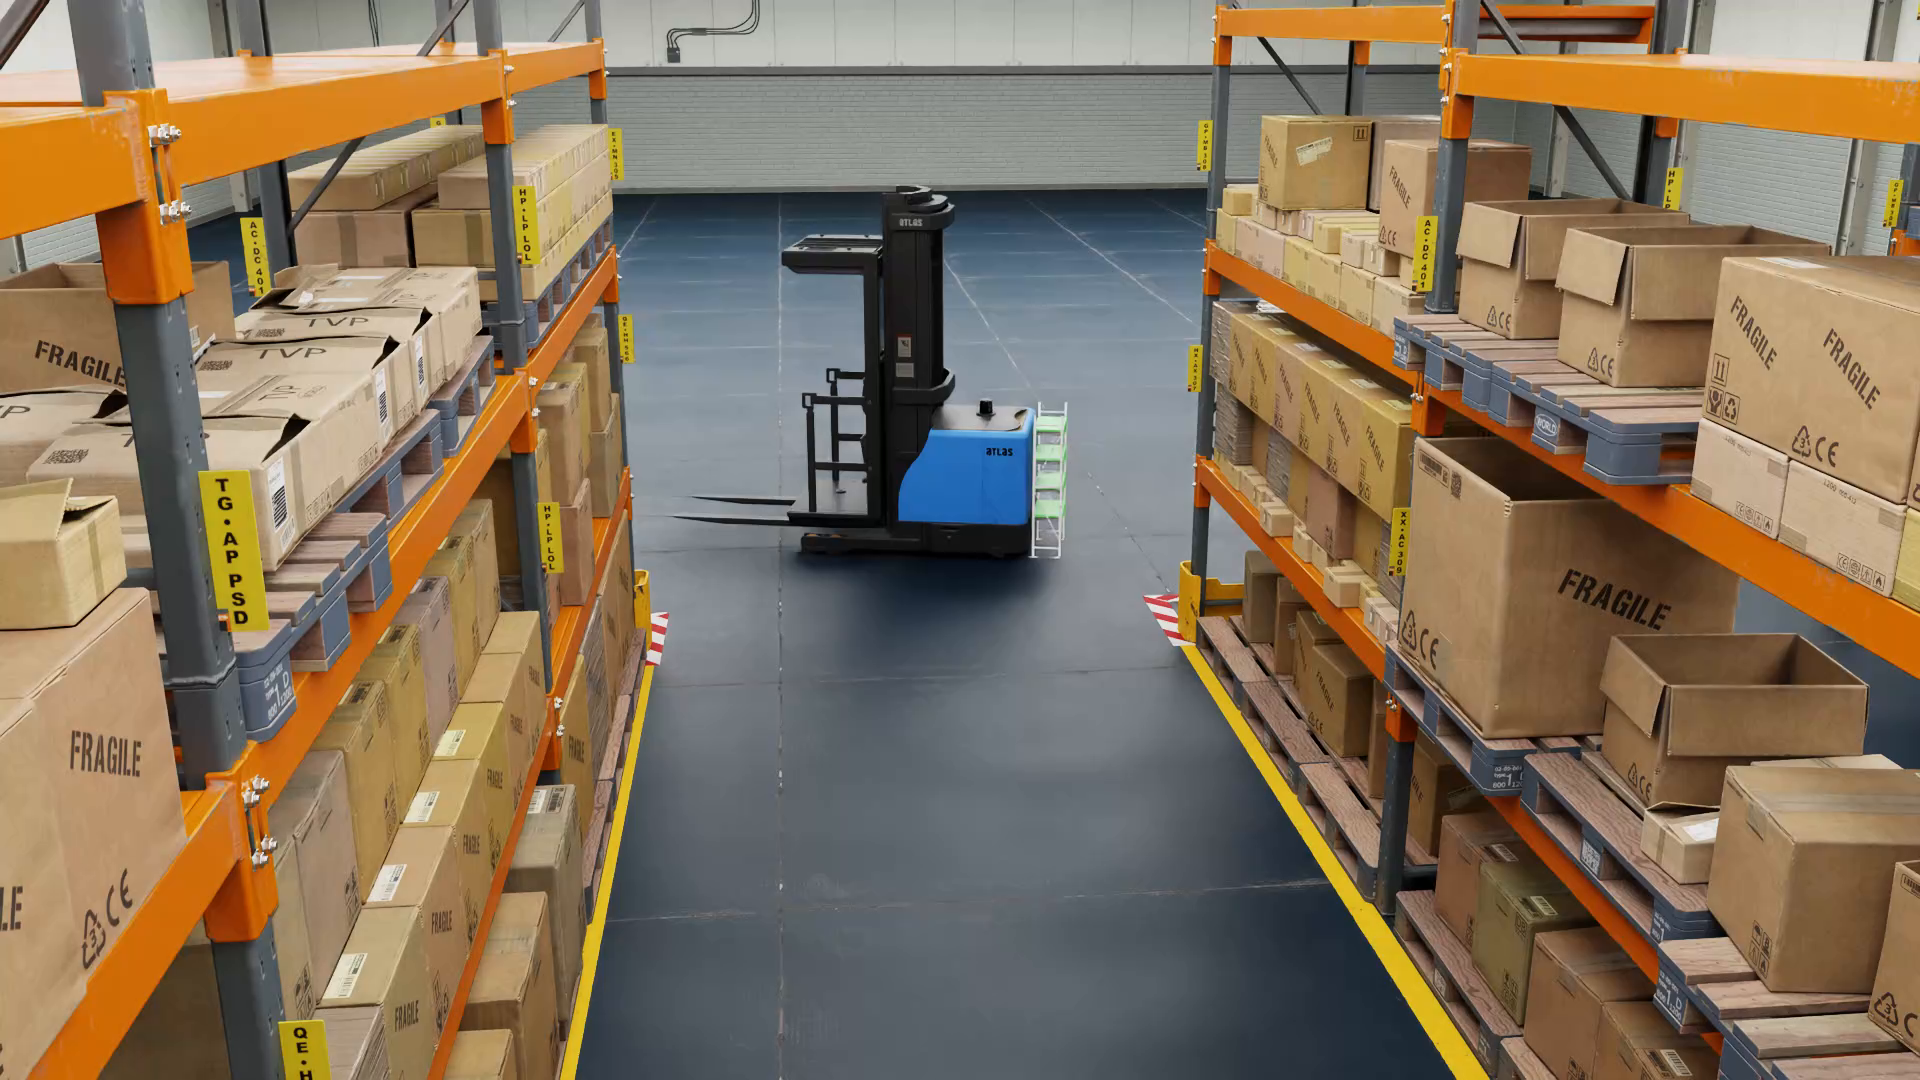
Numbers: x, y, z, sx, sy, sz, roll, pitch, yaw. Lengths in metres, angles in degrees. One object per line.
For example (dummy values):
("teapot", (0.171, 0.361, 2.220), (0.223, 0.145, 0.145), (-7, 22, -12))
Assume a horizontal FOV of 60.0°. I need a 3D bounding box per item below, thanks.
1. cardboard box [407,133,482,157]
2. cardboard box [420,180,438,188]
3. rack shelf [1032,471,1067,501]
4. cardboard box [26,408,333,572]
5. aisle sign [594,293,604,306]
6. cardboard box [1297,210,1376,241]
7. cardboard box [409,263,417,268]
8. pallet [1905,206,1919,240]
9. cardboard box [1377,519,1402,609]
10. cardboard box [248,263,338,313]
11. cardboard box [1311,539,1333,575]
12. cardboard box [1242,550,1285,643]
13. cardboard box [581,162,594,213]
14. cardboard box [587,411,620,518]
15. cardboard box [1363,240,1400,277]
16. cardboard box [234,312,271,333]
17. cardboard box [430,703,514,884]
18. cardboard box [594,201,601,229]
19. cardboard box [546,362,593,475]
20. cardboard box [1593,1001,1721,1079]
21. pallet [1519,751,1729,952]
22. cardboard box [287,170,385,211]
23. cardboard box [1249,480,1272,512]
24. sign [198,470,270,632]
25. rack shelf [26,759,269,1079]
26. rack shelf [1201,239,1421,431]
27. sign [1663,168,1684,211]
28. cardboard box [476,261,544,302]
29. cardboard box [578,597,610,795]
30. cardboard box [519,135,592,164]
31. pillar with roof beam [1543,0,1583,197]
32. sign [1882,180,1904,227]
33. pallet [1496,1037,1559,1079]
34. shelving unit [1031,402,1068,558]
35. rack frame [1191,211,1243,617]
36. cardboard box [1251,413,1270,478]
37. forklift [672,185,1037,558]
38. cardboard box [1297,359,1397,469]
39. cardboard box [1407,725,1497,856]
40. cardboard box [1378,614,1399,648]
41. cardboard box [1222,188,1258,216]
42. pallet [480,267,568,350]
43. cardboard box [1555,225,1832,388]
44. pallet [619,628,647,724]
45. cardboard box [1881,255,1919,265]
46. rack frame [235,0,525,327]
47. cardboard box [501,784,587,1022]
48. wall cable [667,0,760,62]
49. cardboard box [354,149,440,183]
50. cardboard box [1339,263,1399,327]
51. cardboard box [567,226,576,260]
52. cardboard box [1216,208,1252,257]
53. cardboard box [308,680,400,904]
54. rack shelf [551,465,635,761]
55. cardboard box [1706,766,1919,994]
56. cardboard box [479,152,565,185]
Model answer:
("cardboard box", (-2.980, -2.270, 9.613), (0.380, 0.149, 0.250), (-2, 17, -5))
("cardboard box", (-2.770, -1.662, 8.342), (0.500, 0.250, 0.500), (-2, 18, -6))
("rack shelf", (0.742, -0.438, 13.784), (0.258, 0.148, 0.480), (2, 18, 7))
("cardboard box", (-1.806, -0.142, 3.893), (0.500, 0.311, 0.500), (-2, 18, -6))
("aisle sign", (-2.484, -1.937, 10.998), (0.394, 0.787, 0.004), (-2, 18, -6))
("cardboard box", (2.140, -1.788, 9.442), (0.380, 0.149, 0.250), (-2, 18, -6))
("cardboard box", (-2.772, -1.284, 7.804), (0.380, 0.149, 0.250), (-2, 17, -5))
("pallet", (7.084, -2.034, 10.954), (1.003, 0.211, 1.213), (-2, 18, -6))
("cardboard box", (2.597, 0.077, 8.260), (0.875, 0.500, 0.500), (-2, 18, -6))
("cardboard box", (-2.548, -0.902, 6.390), (0.258, 0.266, 0.396), (-2, 18, -7))
("cardboard box", (2.187, 0.094, 9.291), (0.380, 0.149, 0.250), (-2, 18, -6))
("cardboard box", (2.217, 0.390, 11.400), (0.500, 0.500, 0.500), (1, 17, 5))
("cardboard box", (-2.345, -1.980, 9.353), (0.500, 0.250, 0.500), (-2, 18, -6))
("cardboard box", (-2.613, -0.465, 10.401), (0.875, 0.550, 0.550), (-2, 18, -6))
("cardboard box", (2.212, -1.390, 8.172), (0.380, 0.149, 0.250), (-3, 18, -8))
("cardboard box", (-2.502, -0.717, 5.996), (0.250, 0.149, 0.380), (-2, 18, -6))
("cardboard box", (-1.938, 0.926, 6.052), (0.500, 0.500, 0.500), (-2, 17, -5))
("cardboard box", (-2.326, -1.910, 9.796), (0.380, 0.149, 0.250), (-2, 18, -5))
("cardboard box", (-2.520, -0.655, 9.203), (0.875, 0.550, 0.500), (-2, 18, -6))
("cardboard box", (2.770, 2.045, 6.096), (0.700, 0.500, 0.500), (0, 17, -1))
("pallet", (2.749, 1.097, 5.994), (1.003, 0.211, 1.213), (-2, 18, -6))
("cardboard box", (-2.717, -1.513, 7.201), (0.380, 0.149, 0.250), (-2, 18, -6))
("cardboard box", (2.044, -0.278, 10.475), (0.380, 0.149, 0.250), (-2, 18, -6))
("sign", (-1.410, 0.024, 3.223), (0.100, 0.325, 0.005), (-2, 18, -6))
("rack shelf", (-1.743, 1.225, 1.459), (1.077, 0.370, 4.000), (-2, 18, -6))
("rack shelf", (2.375, -1.281, 9.443), (1.077, 0.370, 4.000), (-2, 18, -6))
("sign", (3.133, -1.481, 7.359), (0.100, 0.325, 0.005), (-2, 18, -6))
("cardboard box", (-2.062, -1.152, 7.384), (0.380, 0.149, 0.250), (-2, 18, -7))
("cardboard box", (-2.454, 0.881, 9.209), (0.875, 0.875, 0.875), (-2, 18, -5))
("cardboard box", (-2.299, -2.214, 9.432), (0.380, 0.149, 0.250), (-2, 18, -5))
("pillar with roof beam", (10.506, -12.734, 39.714), (9.100, 9.000, 0.400), (-2, 18, -6))
("sign", (6.548, -2.362, 11.669), (0.100, 0.325, 0.005), (-2, 18, -6))
("pallet", (2.792, 2.329, 6.405), (1.003, 0.211, 1.213), (-2, 18, -6))
("shelving unit", (0.742, -0.499, 13.764), (0.258, 1.200, 0.503), (2, 18, 7))
("rack frame", (2.169, -0.789, 11.683), (1.000, 3.000, 0.127), (-2, 18, -6))
("cardboard box", (2.369, -0.669, 10.636), (0.875, 0.500, 0.500), (-2, 18, -6))
("forklift", (-0.892, -1.428, 13.833), (3.031, 2.935, 1.130), (2, 18, 7))
("cardboard box", (2.158, -0.688, 9.026), (0.500, 0.500, 0.500), (-2, 18, -6))
("cardboard box", (2.580, 1.274, 8.582), (0.500, 0.500, 0.500), (-2, 18, -7))
("cardboard box", (2.267, 0.468, 8.099), (0.380, 0.149, 0.250), (-2, 18, -6))
("cardboard box", (1.898, -2.169, 10.657), (0.380, 0.149, 0.250), (-1, 17, -4))
("pallet", (-2.436, -1.107, 7.836), (1.003, 0.211, 1.213), (-2, 18, -6))
("cardboard box", (2.630, -0.854, 6.009), (0.797, 0.503, 0.637), (-1, 17, -3))
("pallet", (-2.615, 0.900, 10.957), (1.003, 0.211, 1.213), (-2, 18, -6))
("cardboard box", (3.094, -0.572, 4.981), (0.500, 0.500, 0.500), (-2, 18, -7))
("rack frame", (-2.362, -2.336, 6.596), (1.000, 3.000, 0.127), (-2, 18, -6))
("cardboard box", (-2.209, 1.581, 7.188), (1.050, 0.750, 0.750), (-2, 18, -6))
("wall cable", (-6.088, -14.723, 40.373), (2.305, 6.003, 0.169), (-2, 18, -6))
("cardboard box", (-2.847, -1.889, 8.399), (0.380, 0.149, 0.250), (-2, 18, -6))
("cardboard box", (2.231, -1.241, 8.364), (0.500, 0.250, 0.500), (-1, 17, -4))
("cardboard box", (-2.195, -1.532, 8.592), (0.380, 0.149, 0.250), (-2, 18, -6))
("cardboard box", (1.962, -1.997, 10.773), (0.500, 0.250, 0.500), (-1, 17, -4))
("cardboard box", (-2.095, 0.755, 4.927), (0.700, 0.500, 0.500), (-2, 18, -6))
("rack shelf", (-2.569, 0.273, 9.500), (1.077, 0.370, 4.000), (-2, 18, -6))
("cardboard box", (2.742, 1.023, 5.041), (0.700, 0.500, 0.500), (1, 17, 3))
("cardboard box", (-2.169, -1.837, 8.232), (0.380, 0.149, 0.250), (-2, 17, -5))
